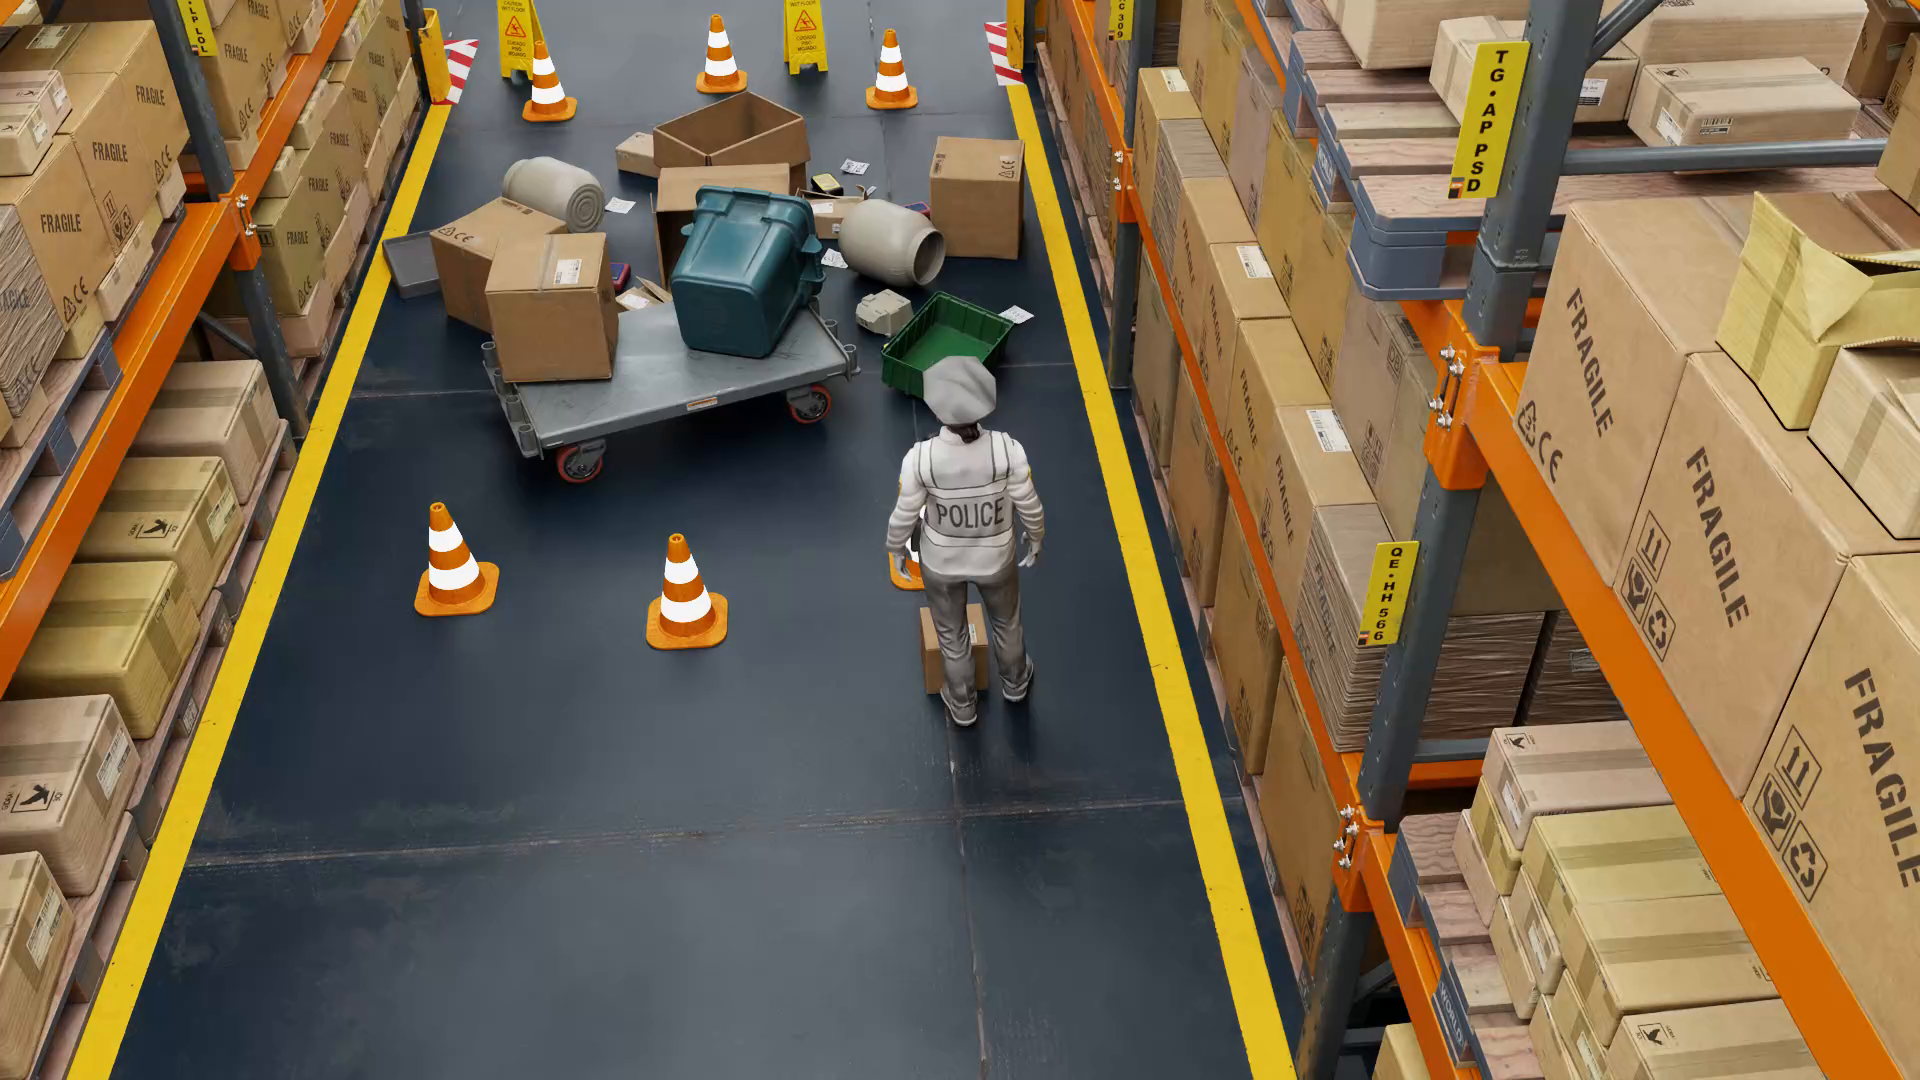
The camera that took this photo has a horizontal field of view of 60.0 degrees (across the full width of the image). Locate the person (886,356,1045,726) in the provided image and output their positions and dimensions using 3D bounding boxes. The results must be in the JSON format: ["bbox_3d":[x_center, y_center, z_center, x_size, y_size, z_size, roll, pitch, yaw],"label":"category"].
[{"bbox_3d":[0.021,0.004,6.109,0.588,1.697,0.533,-3,39,-4],"label":"person"}]
